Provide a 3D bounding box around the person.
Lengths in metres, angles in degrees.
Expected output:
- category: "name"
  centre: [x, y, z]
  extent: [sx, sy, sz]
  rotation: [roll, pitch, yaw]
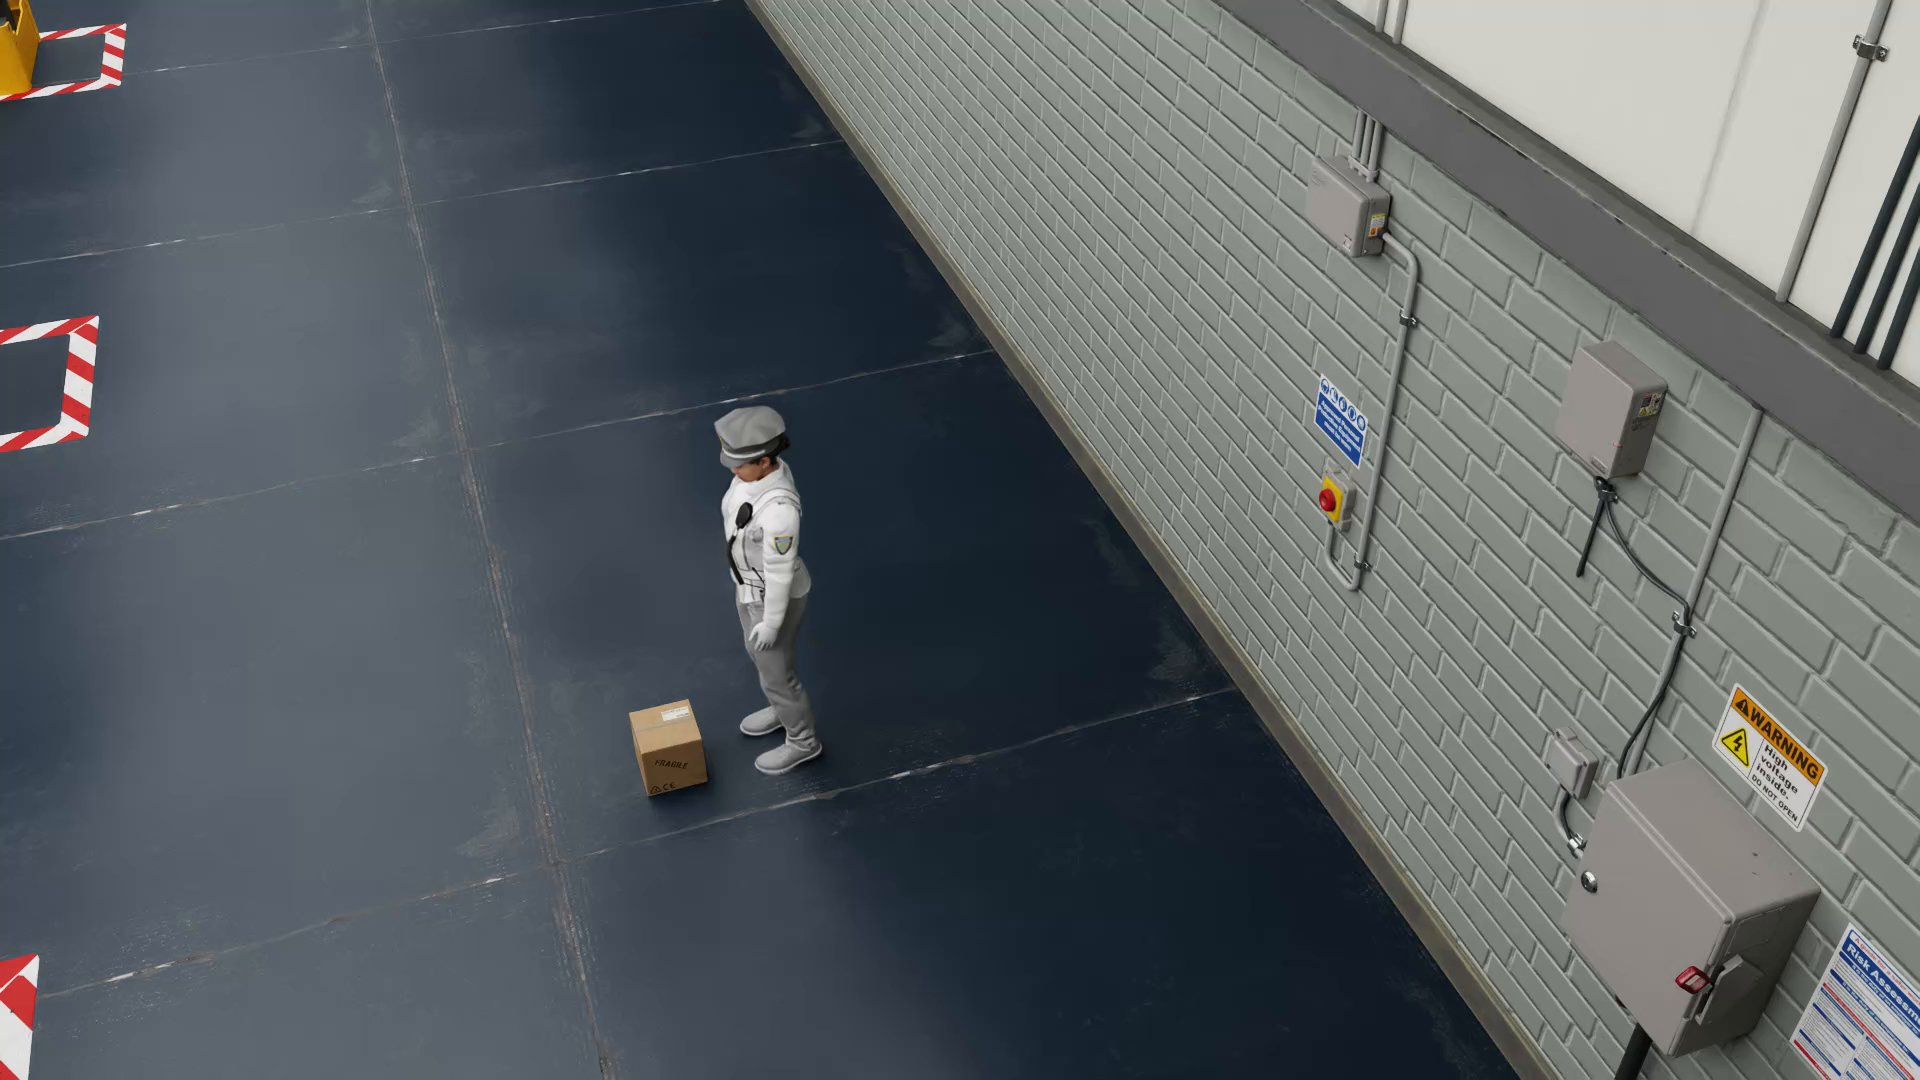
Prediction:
- category: "person"
  centre: [-0.749, 0.221, 6.516]
  extent: [0.326, 1.653, 0.471]
  rotation: [-12, 39, -15]
